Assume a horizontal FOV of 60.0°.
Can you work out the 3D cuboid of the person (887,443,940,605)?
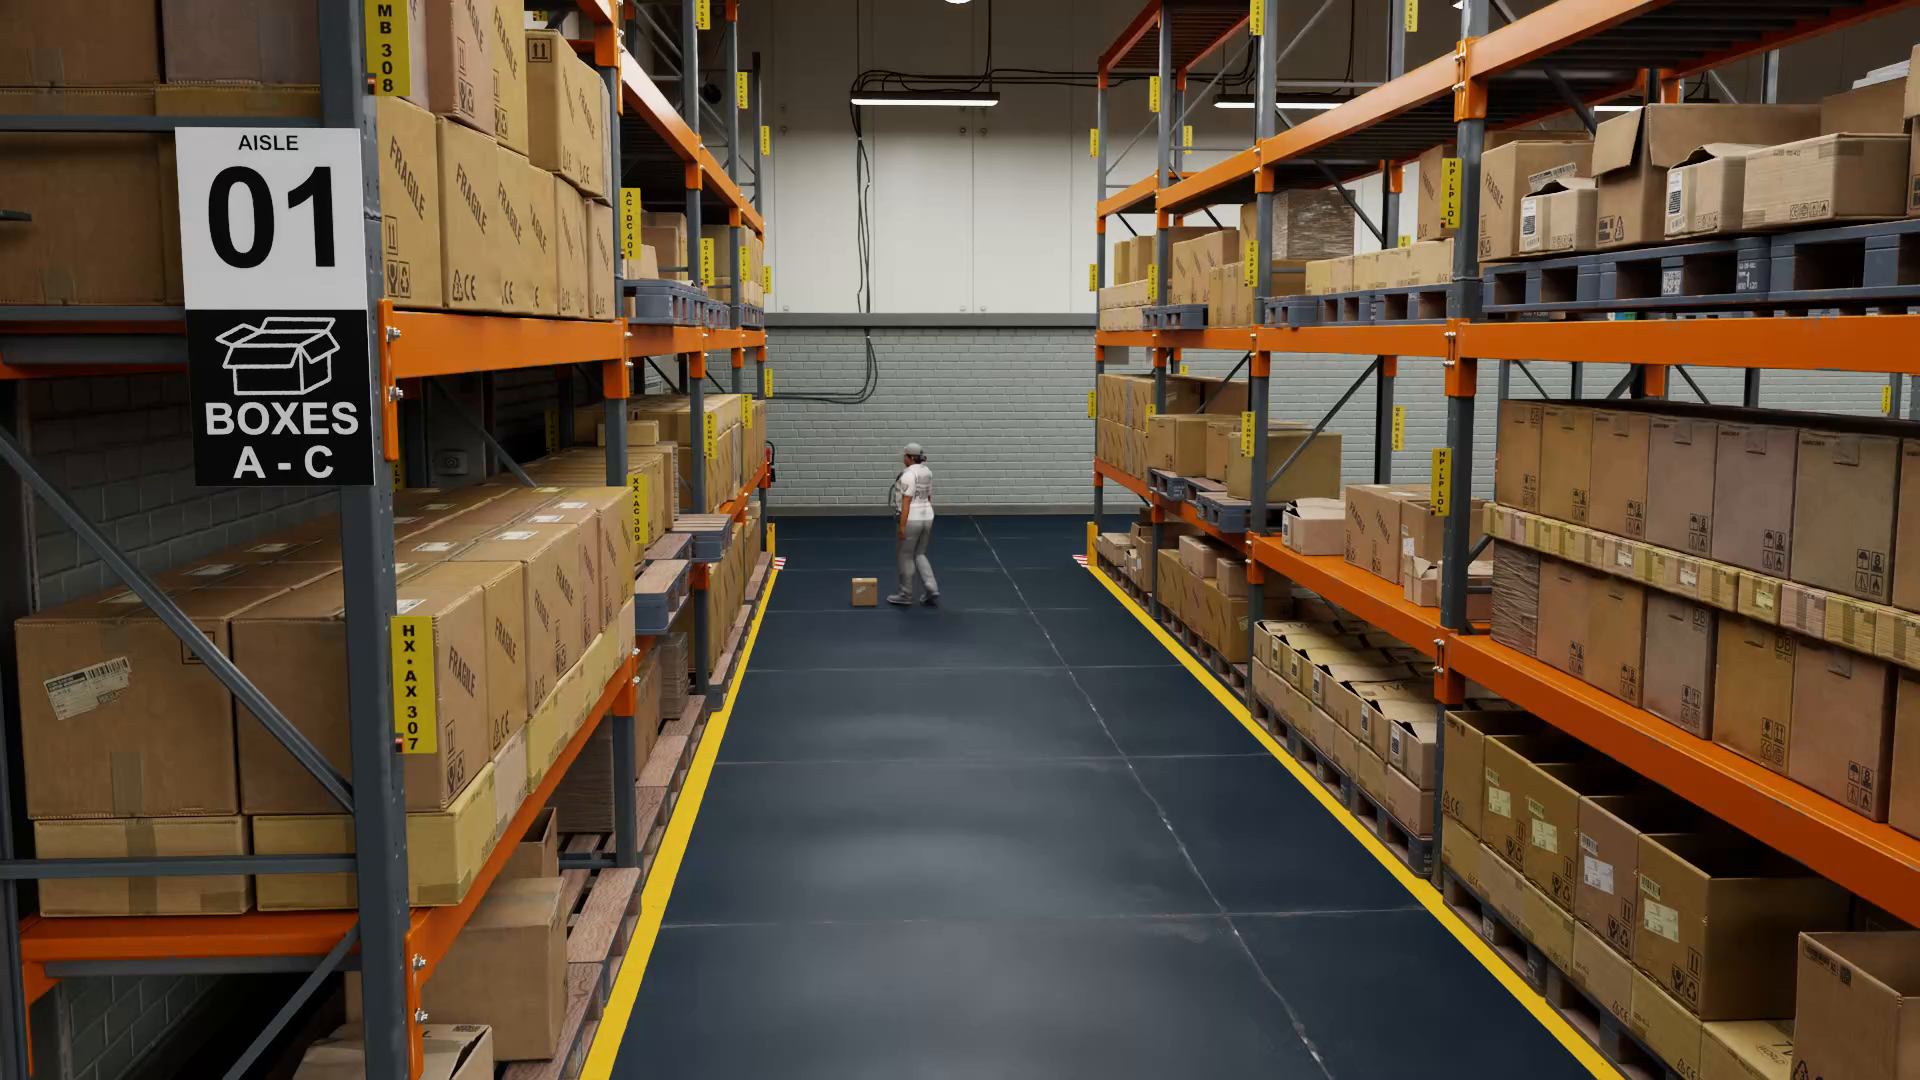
[{"bbox_3d":[-0.496,-0.168,17.035,0.537,1.657,0.499,4,8,30],"label":"person"}]
